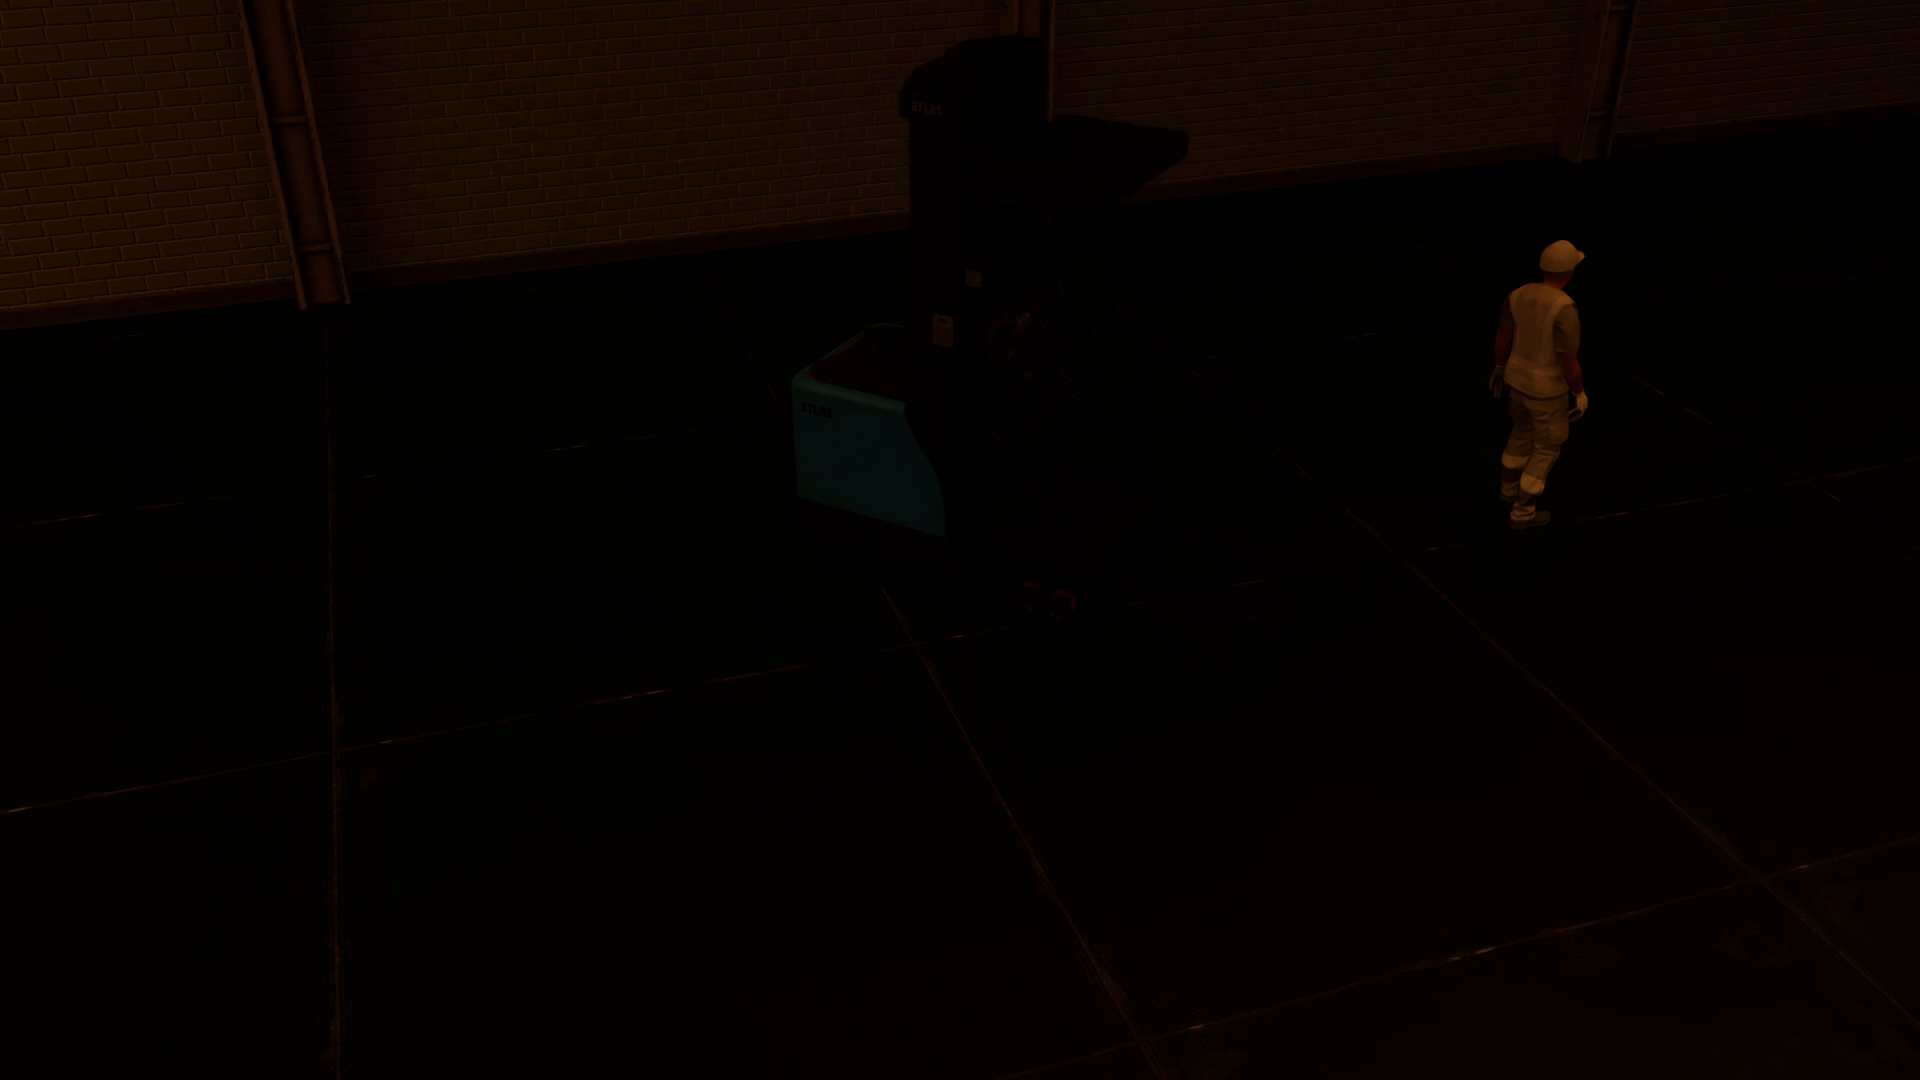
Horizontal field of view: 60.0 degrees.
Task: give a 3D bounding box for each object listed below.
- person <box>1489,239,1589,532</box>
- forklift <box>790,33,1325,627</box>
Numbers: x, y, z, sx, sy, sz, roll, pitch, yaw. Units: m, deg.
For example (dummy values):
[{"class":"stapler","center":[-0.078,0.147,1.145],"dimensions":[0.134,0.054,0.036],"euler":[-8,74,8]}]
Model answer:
[{"class":"person","center":[3.494,-0.917,9.877],"dimensions":[0.509,1.816,0.629],"euler":[-14,33,-23]},{"class":"forklift","center":[0.554,-1.130,9.050],"dimensions":[3.031,2.935,1.130],"euler":[15,33,25]}]
